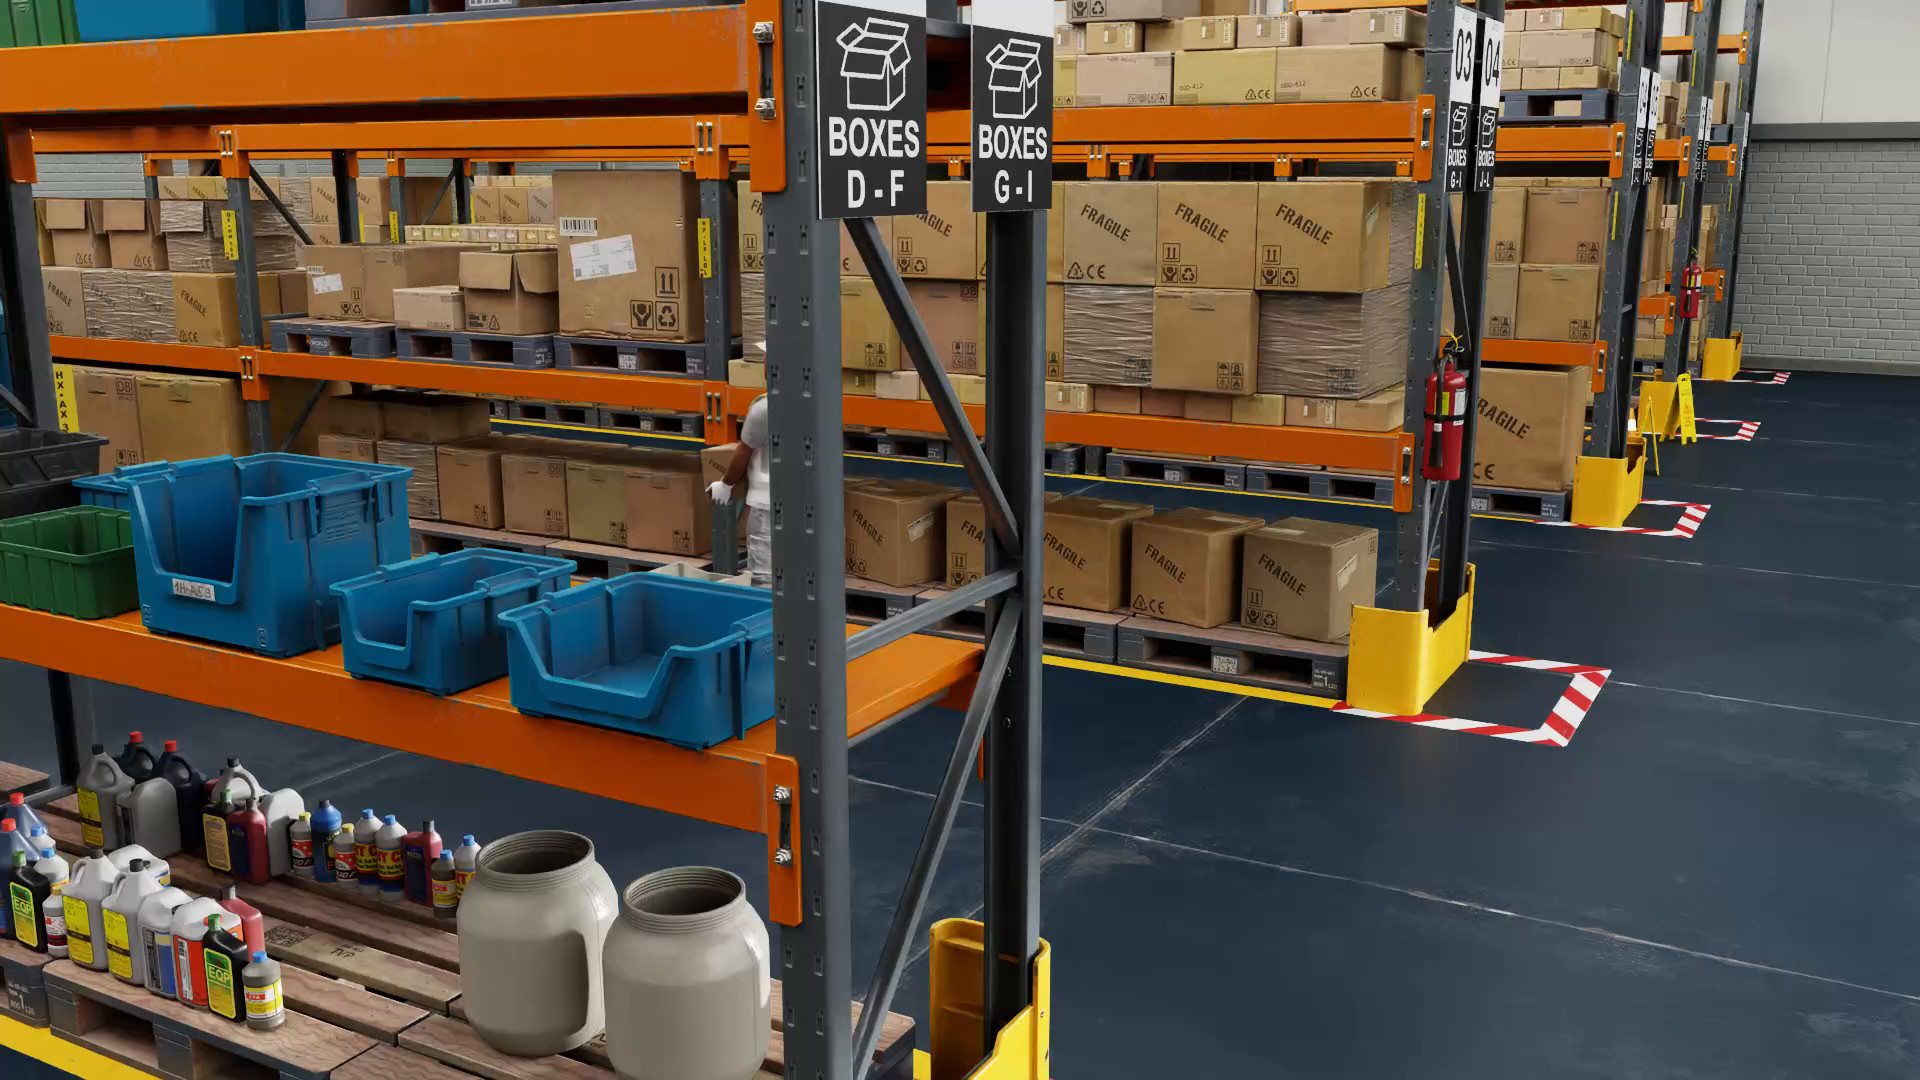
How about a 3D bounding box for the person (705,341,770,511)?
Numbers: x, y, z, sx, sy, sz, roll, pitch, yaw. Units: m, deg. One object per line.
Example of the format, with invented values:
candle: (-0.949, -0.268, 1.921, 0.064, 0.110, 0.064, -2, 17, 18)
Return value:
person: (-0.950, -0.170, 8.206, 0.573, 1.778, 0.455, 7, 14, 29)
